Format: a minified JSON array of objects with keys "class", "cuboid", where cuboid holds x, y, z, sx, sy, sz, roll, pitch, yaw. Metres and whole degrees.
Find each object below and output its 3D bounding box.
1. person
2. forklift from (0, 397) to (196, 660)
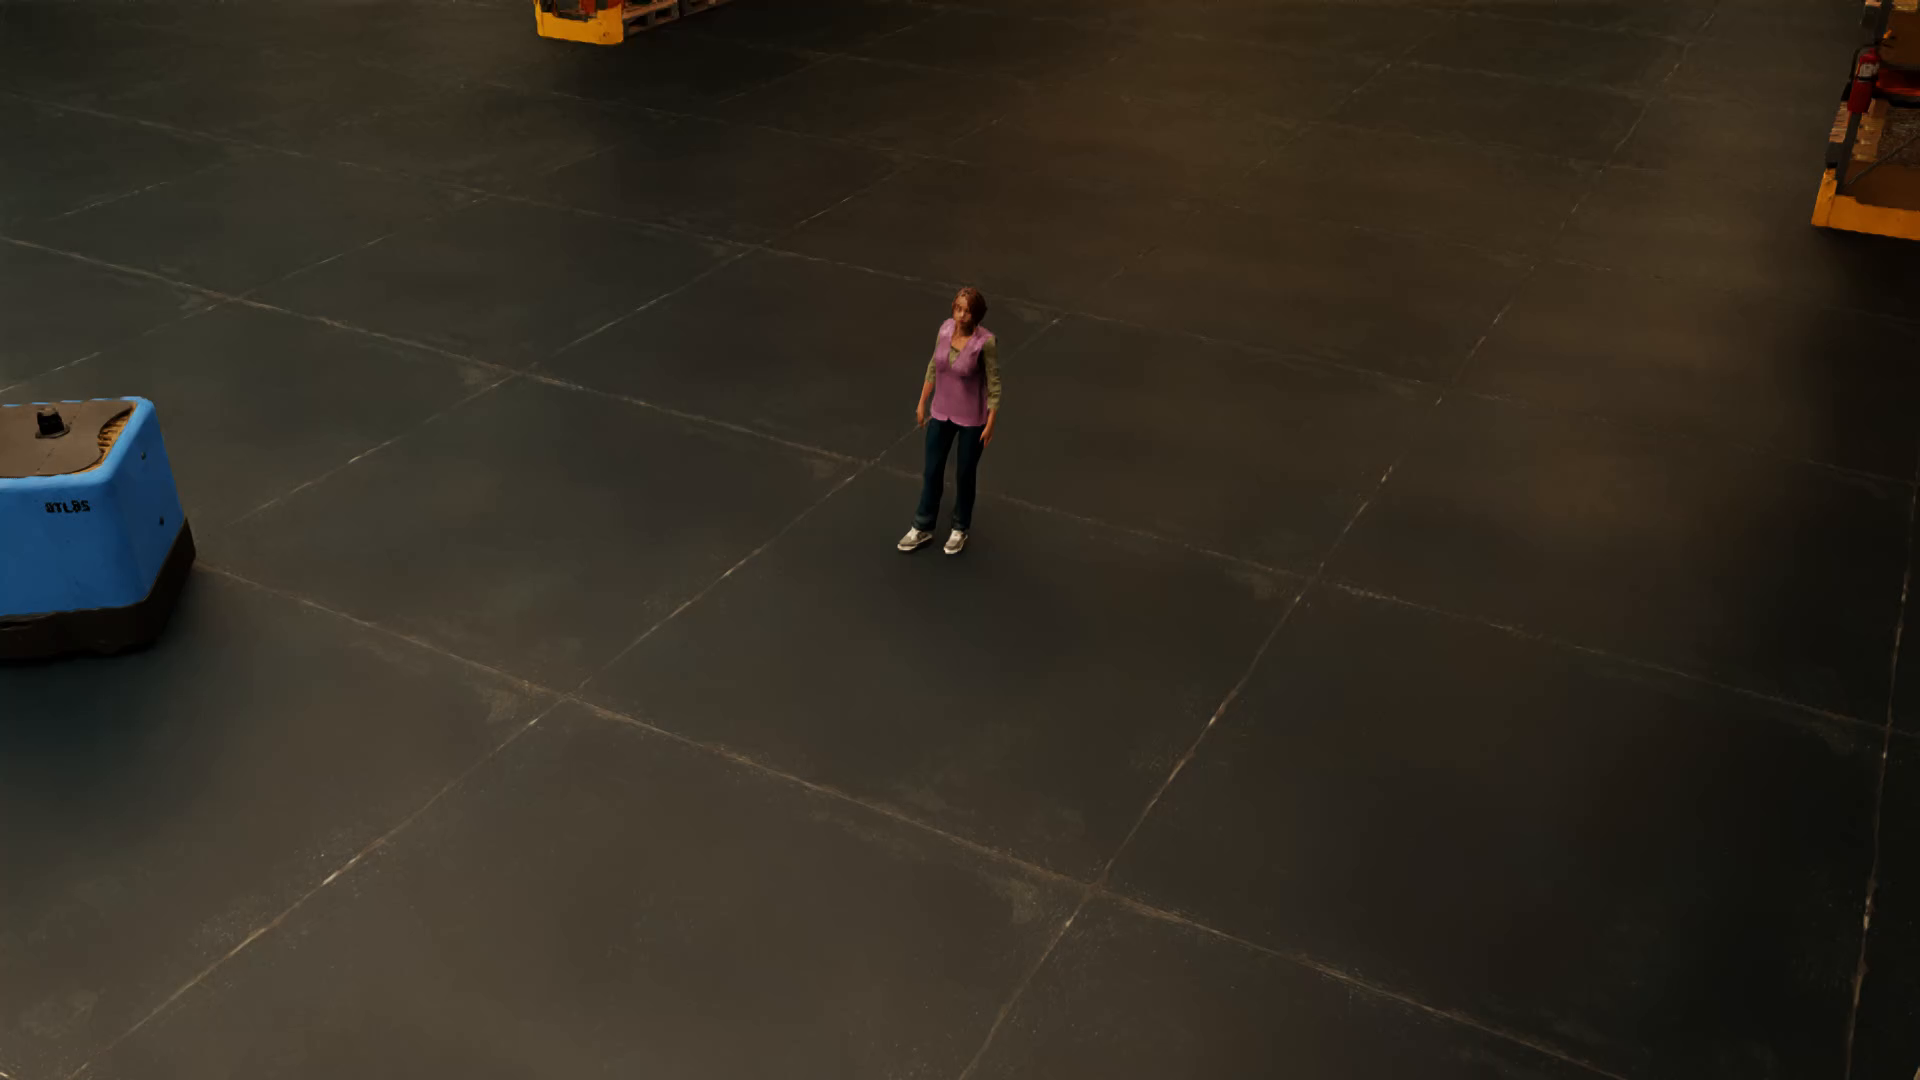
[{"class":"person","cuboid":[-0.048,-0.669,9.550,0.520,1.597,0.474,15,33,25]},{"class":"forklift","cuboid":[-5.888,-0.791,8.440,3.031,2.935,1.130,-5,30,-8]}]
